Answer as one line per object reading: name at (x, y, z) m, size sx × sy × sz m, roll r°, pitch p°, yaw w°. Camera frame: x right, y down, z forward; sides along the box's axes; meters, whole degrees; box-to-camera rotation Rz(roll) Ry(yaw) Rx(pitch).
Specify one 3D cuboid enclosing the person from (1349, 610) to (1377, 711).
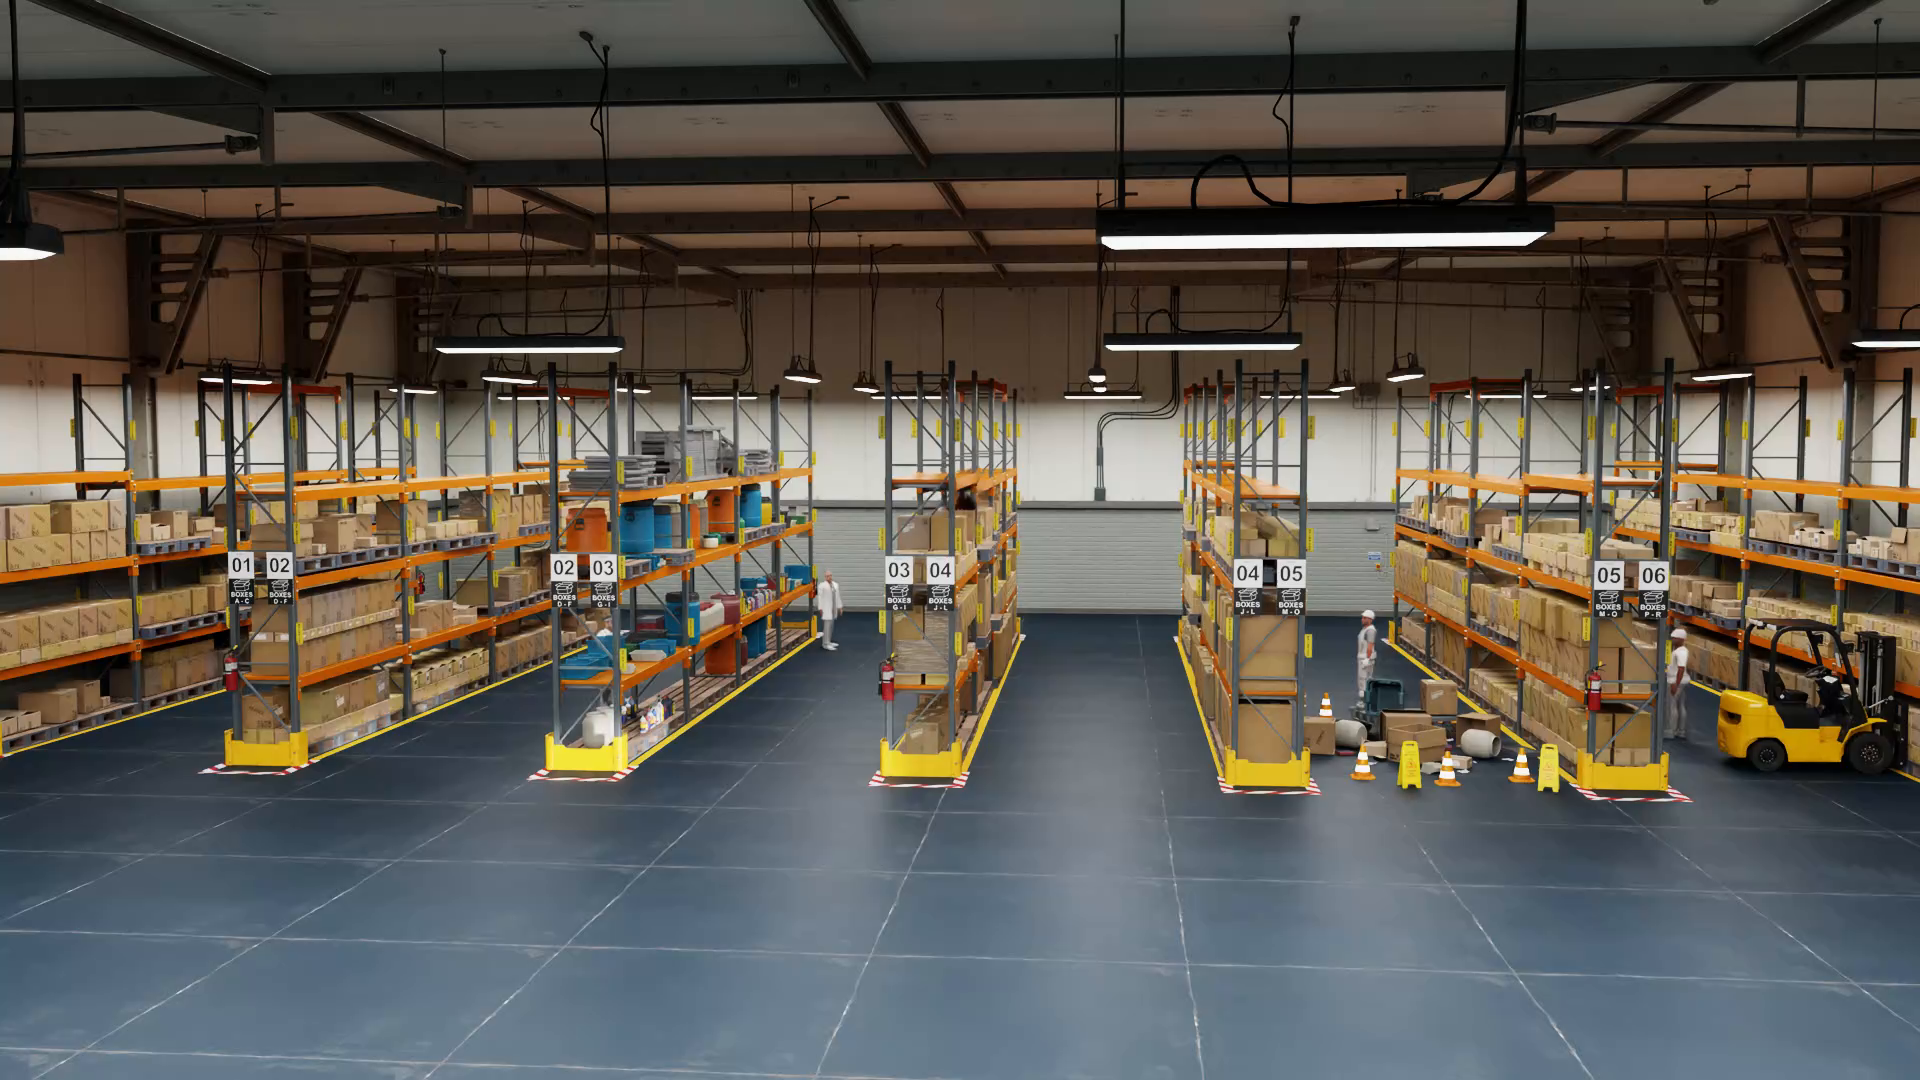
person at (7.259, 2.154, 29.830) m, size 0.456 × 1.791 × 0.603 m, roll 2°, pitch 4°, yaw 25°

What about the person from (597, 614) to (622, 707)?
person at (-6.180, 2.194, 29.564) m, size 0.581 × 1.785 × 0.605 m, roll -2°, pitch 4°, yaw -28°

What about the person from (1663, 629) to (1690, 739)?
person at (11.685, 2.340, 27.169) m, size 0.462 × 1.768 × 0.641 m, roll 3°, pitch 5°, yaw 41°

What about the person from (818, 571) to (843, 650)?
person at (-2.974, 1.604, 38.236) m, size 0.521 × 1.789 × 0.608 m, roll 2°, pitch 5°, yaw 33°
